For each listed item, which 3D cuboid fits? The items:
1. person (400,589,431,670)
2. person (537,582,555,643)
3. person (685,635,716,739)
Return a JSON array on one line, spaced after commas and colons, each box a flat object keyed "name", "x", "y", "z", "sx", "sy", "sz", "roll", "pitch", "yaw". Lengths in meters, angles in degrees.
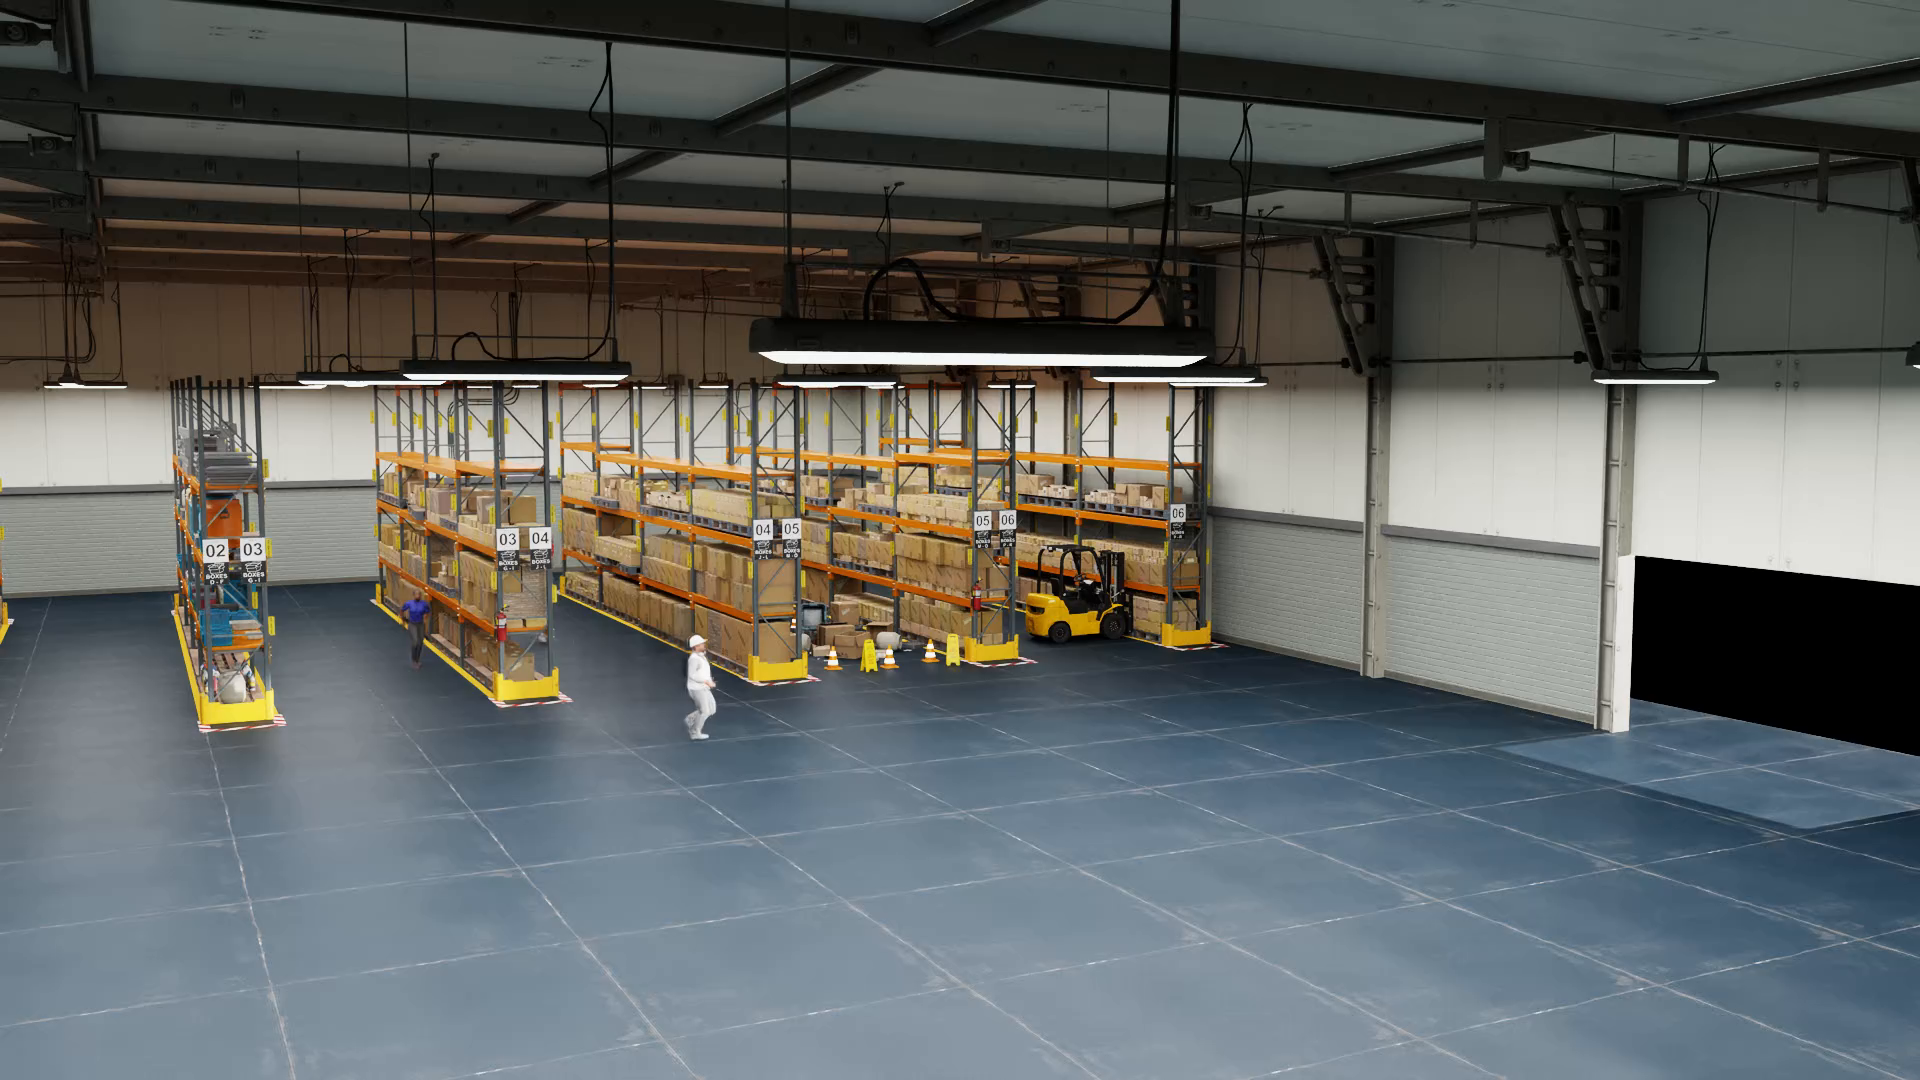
[{"name": "person", "x": -11.239, "y": 1.853, "z": 34.427, "sx": 0.536, "sy": 1.677, "sz": 0.789, "roll": -4, "pitch": 6, "yaw": -36}, {"name": "person", "x": -9.523, "y": 1.478, "z": 37.972, "sx": 0.675, "sy": 1.735, "sz": 0.608, "roll": -3, "pitch": 6, "yaw": -30}, {"name": "person", "x": -4.280, "y": 2.424, "z": 27.376, "sx": 0.576, "sy": 1.725, "sz": 0.638, "roll": 0, "pitch": 5, "yaw": 3}]
